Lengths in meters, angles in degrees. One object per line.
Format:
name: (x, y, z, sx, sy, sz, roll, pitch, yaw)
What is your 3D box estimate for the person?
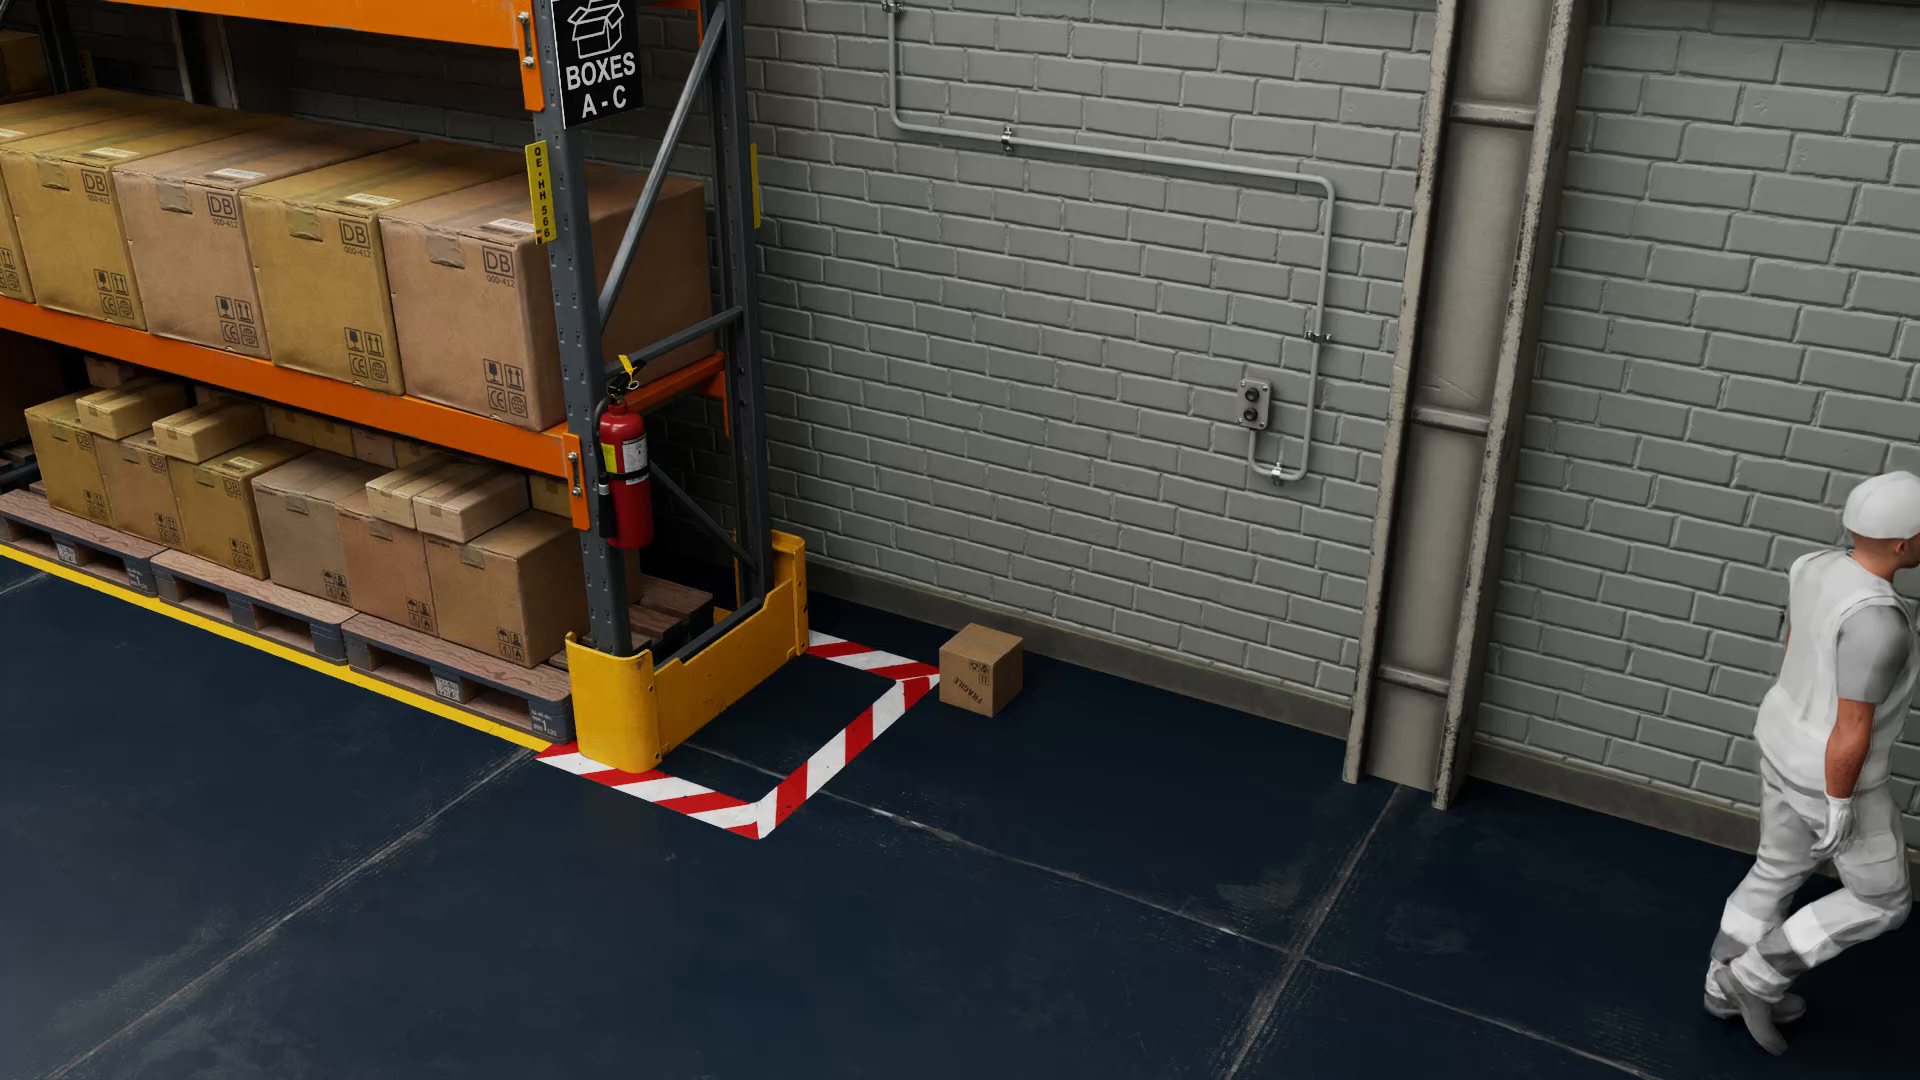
person: (2.468, 0.636, 4.725, 0.454, 1.783, 0.582, 2, 26, 3)
